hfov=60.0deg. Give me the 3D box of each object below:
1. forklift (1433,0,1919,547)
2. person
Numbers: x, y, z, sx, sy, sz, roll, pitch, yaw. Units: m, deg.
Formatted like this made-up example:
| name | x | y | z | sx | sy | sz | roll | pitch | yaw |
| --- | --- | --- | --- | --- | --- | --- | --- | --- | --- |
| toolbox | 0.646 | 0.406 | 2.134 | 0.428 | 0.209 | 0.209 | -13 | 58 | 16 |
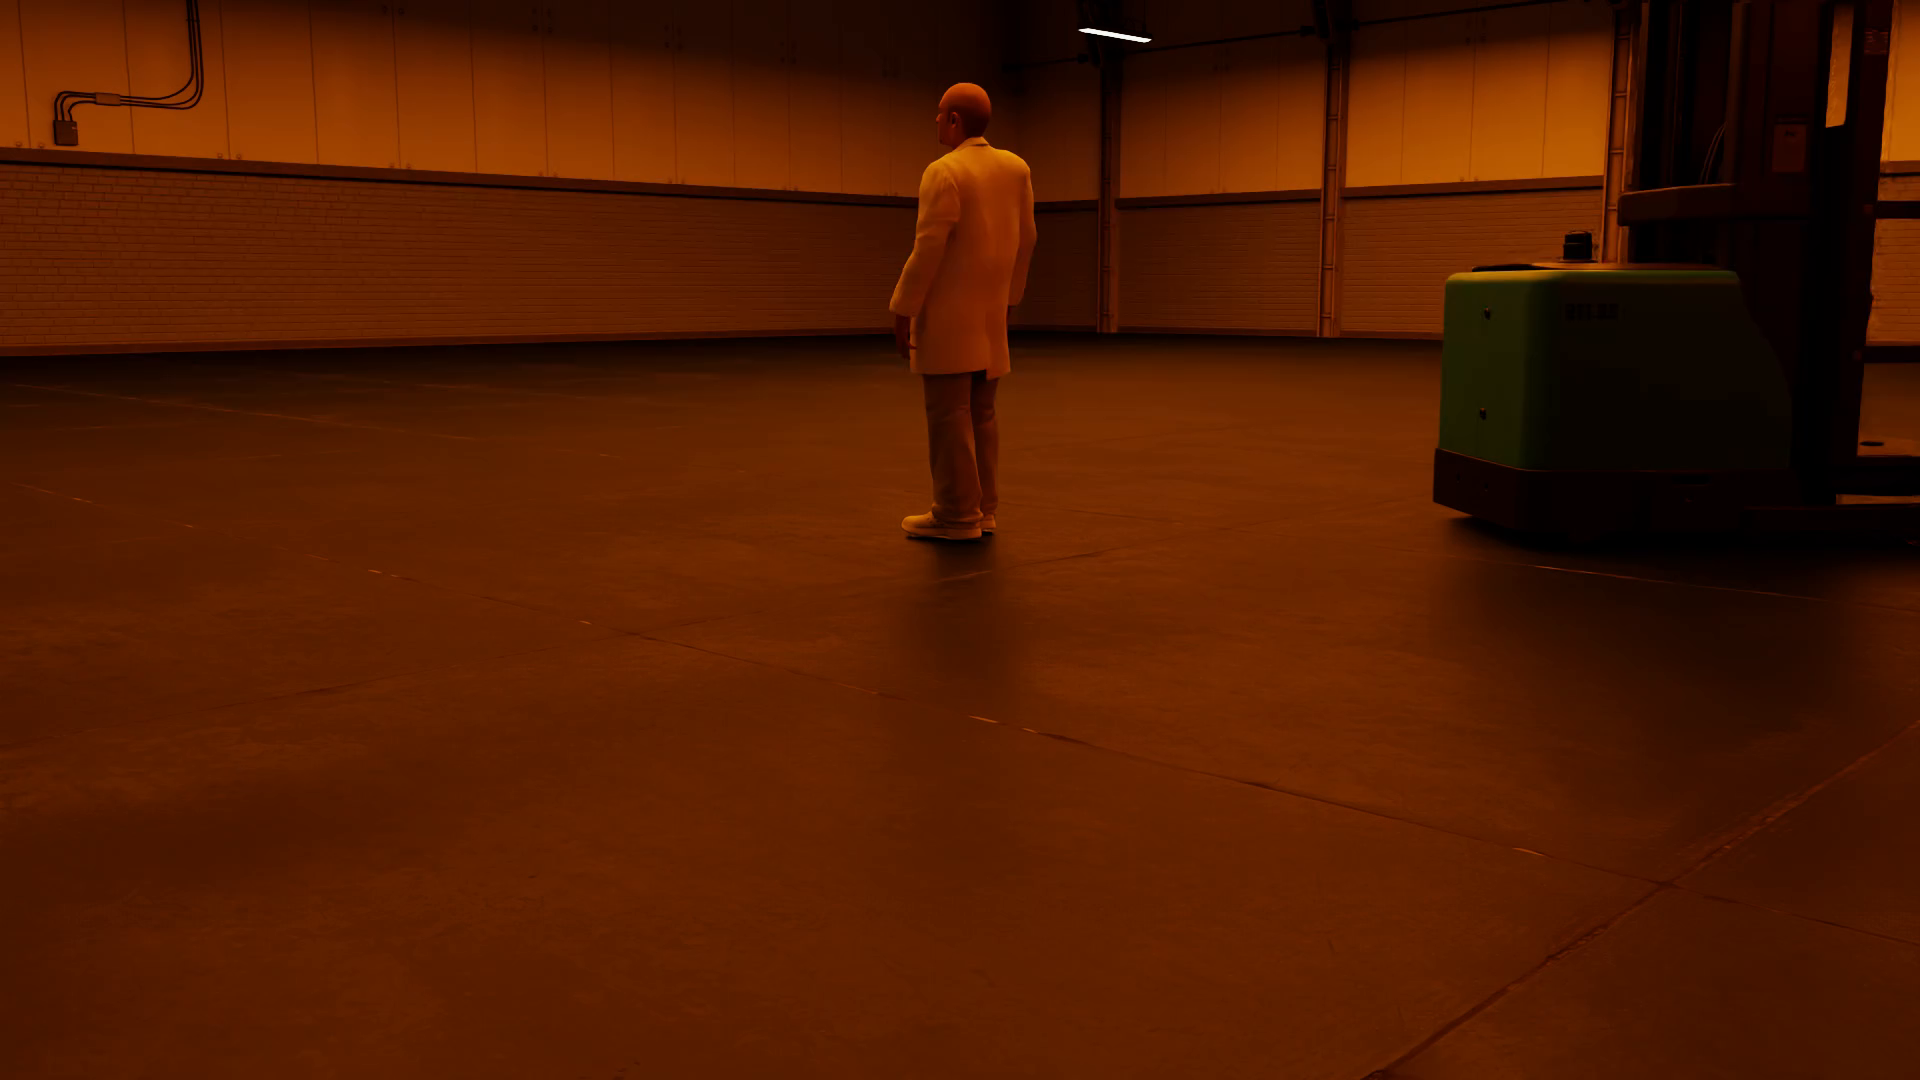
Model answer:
| name | x | y | z | sx | sy | sz | roll | pitch | yaw |
| --- | --- | --- | --- | --- | --- | --- | --- | --- | --- |
| forklift | 3.636 | -1.500 | 6.837 | 3.031 | 2.935 | 1.130 | -1 | 9 | -5 |
| person | -0.061 | -0.896 | 6.649 | 0.581 | 1.776 | 0.696 | 8 | 12 | 43 |
